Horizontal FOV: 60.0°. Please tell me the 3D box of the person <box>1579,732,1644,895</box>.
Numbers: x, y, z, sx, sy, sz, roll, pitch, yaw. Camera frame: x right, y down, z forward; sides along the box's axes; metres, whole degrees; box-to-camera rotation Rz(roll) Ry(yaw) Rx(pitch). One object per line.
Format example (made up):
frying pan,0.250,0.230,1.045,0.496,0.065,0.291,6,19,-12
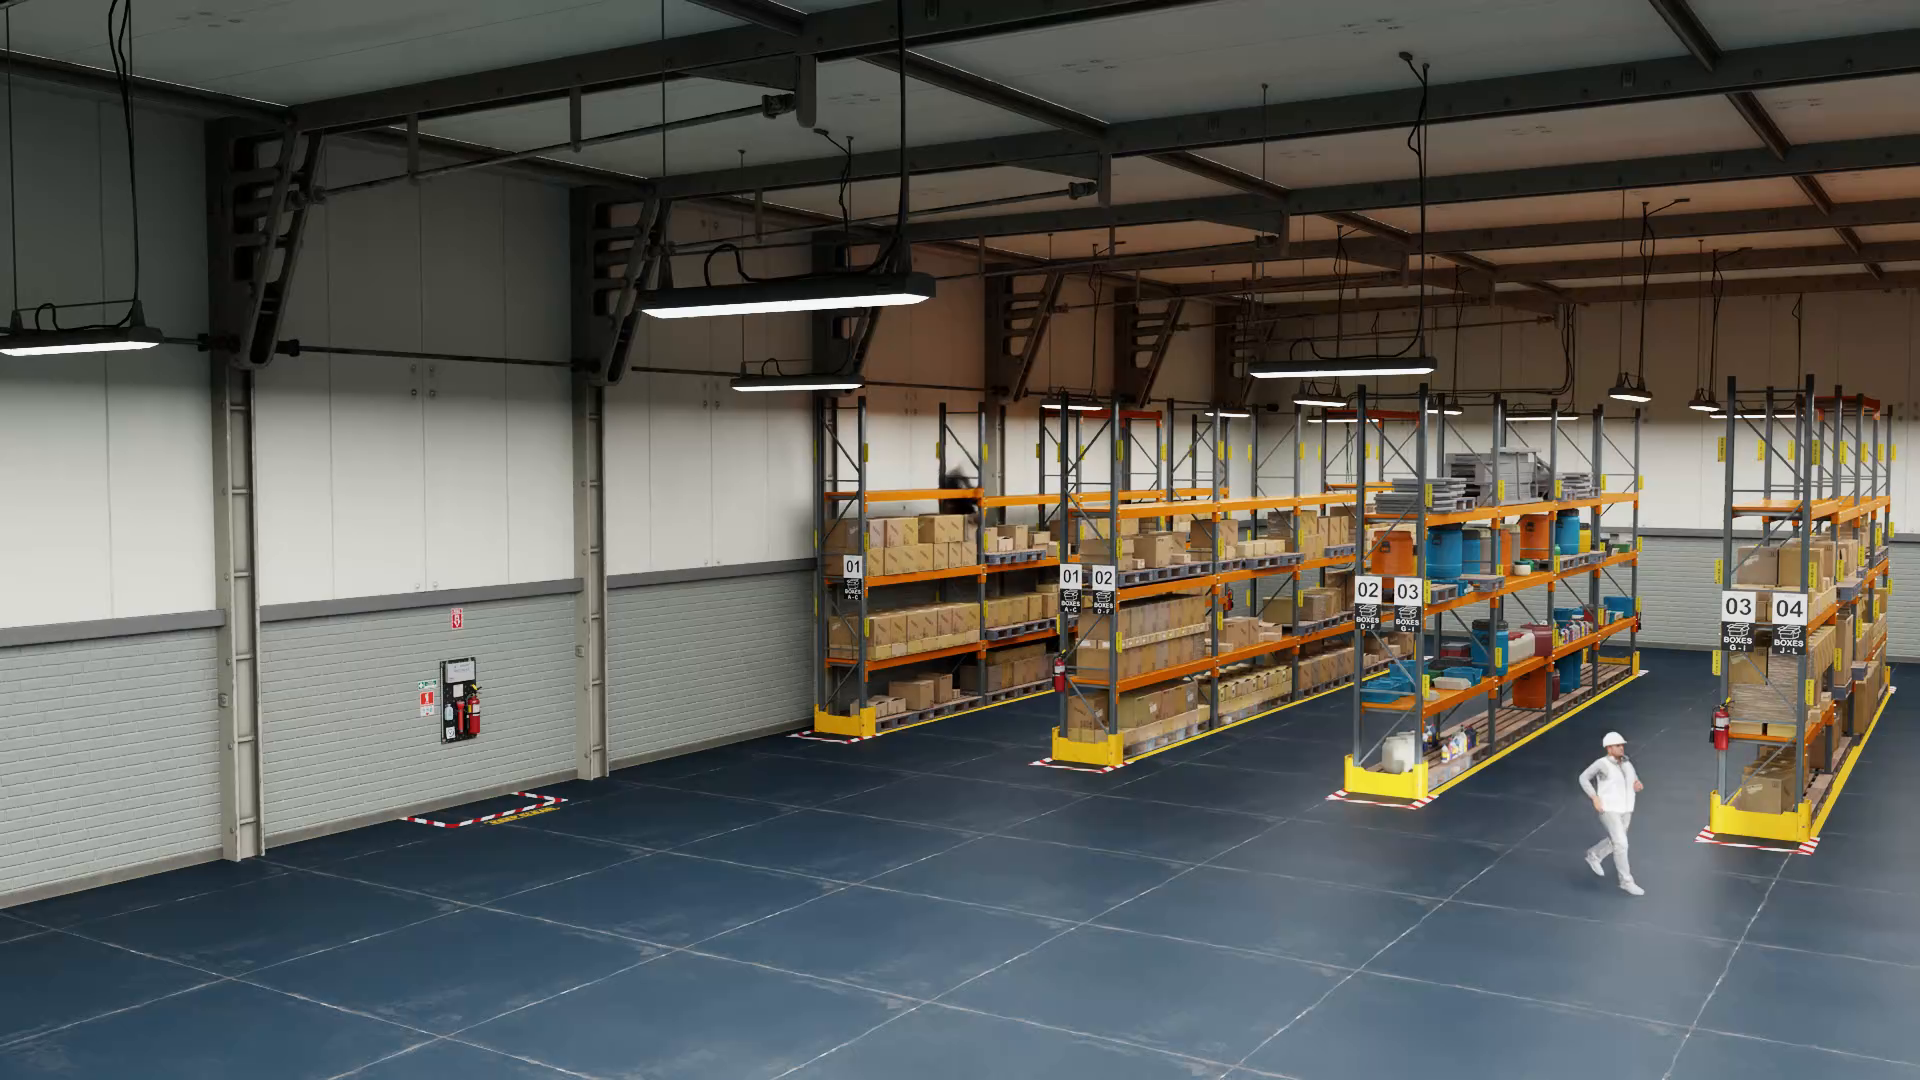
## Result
person,7.511,3.088,19.075,0.655,1.761,0.966,-1,3,-26
